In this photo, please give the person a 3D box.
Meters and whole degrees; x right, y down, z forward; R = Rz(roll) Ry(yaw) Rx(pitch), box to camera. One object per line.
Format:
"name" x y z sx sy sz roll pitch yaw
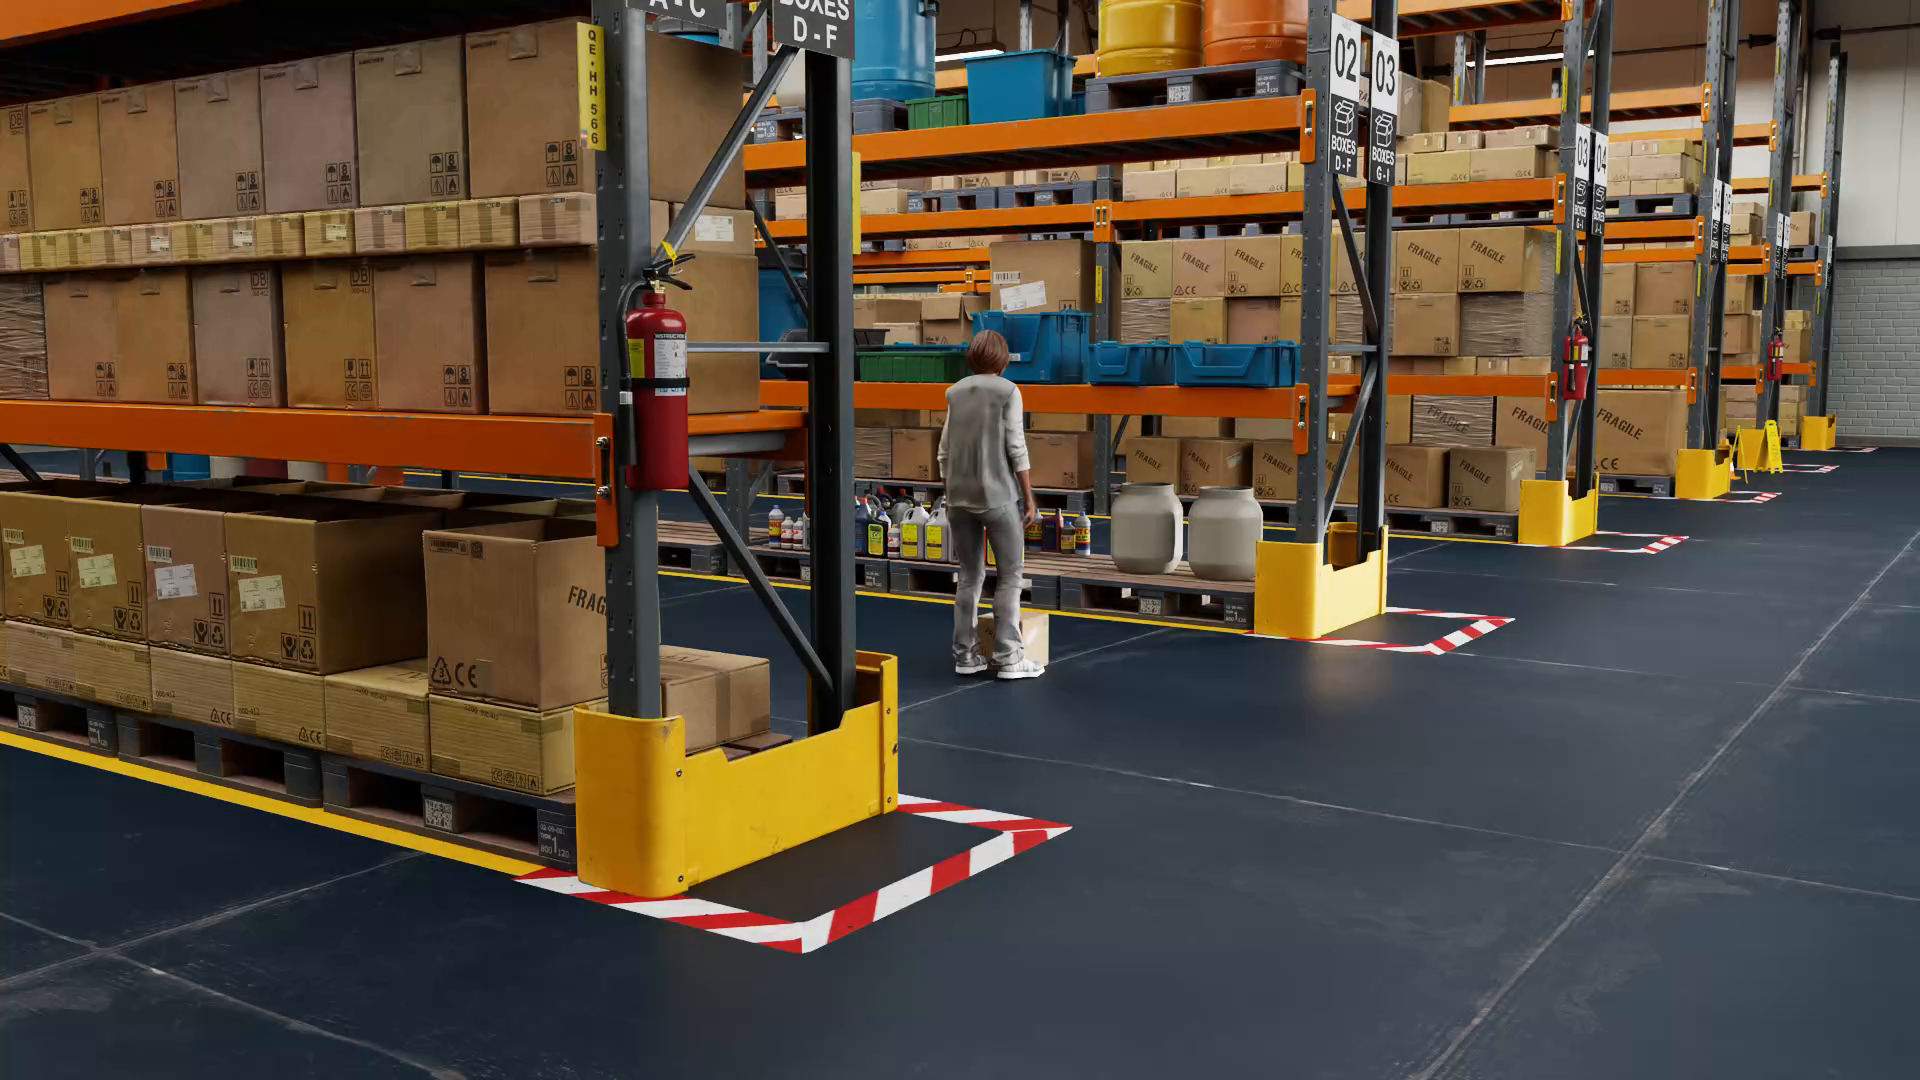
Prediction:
"person" 0.121 -0.157 7.638 0.483 1.577 0.340 4 8 31
